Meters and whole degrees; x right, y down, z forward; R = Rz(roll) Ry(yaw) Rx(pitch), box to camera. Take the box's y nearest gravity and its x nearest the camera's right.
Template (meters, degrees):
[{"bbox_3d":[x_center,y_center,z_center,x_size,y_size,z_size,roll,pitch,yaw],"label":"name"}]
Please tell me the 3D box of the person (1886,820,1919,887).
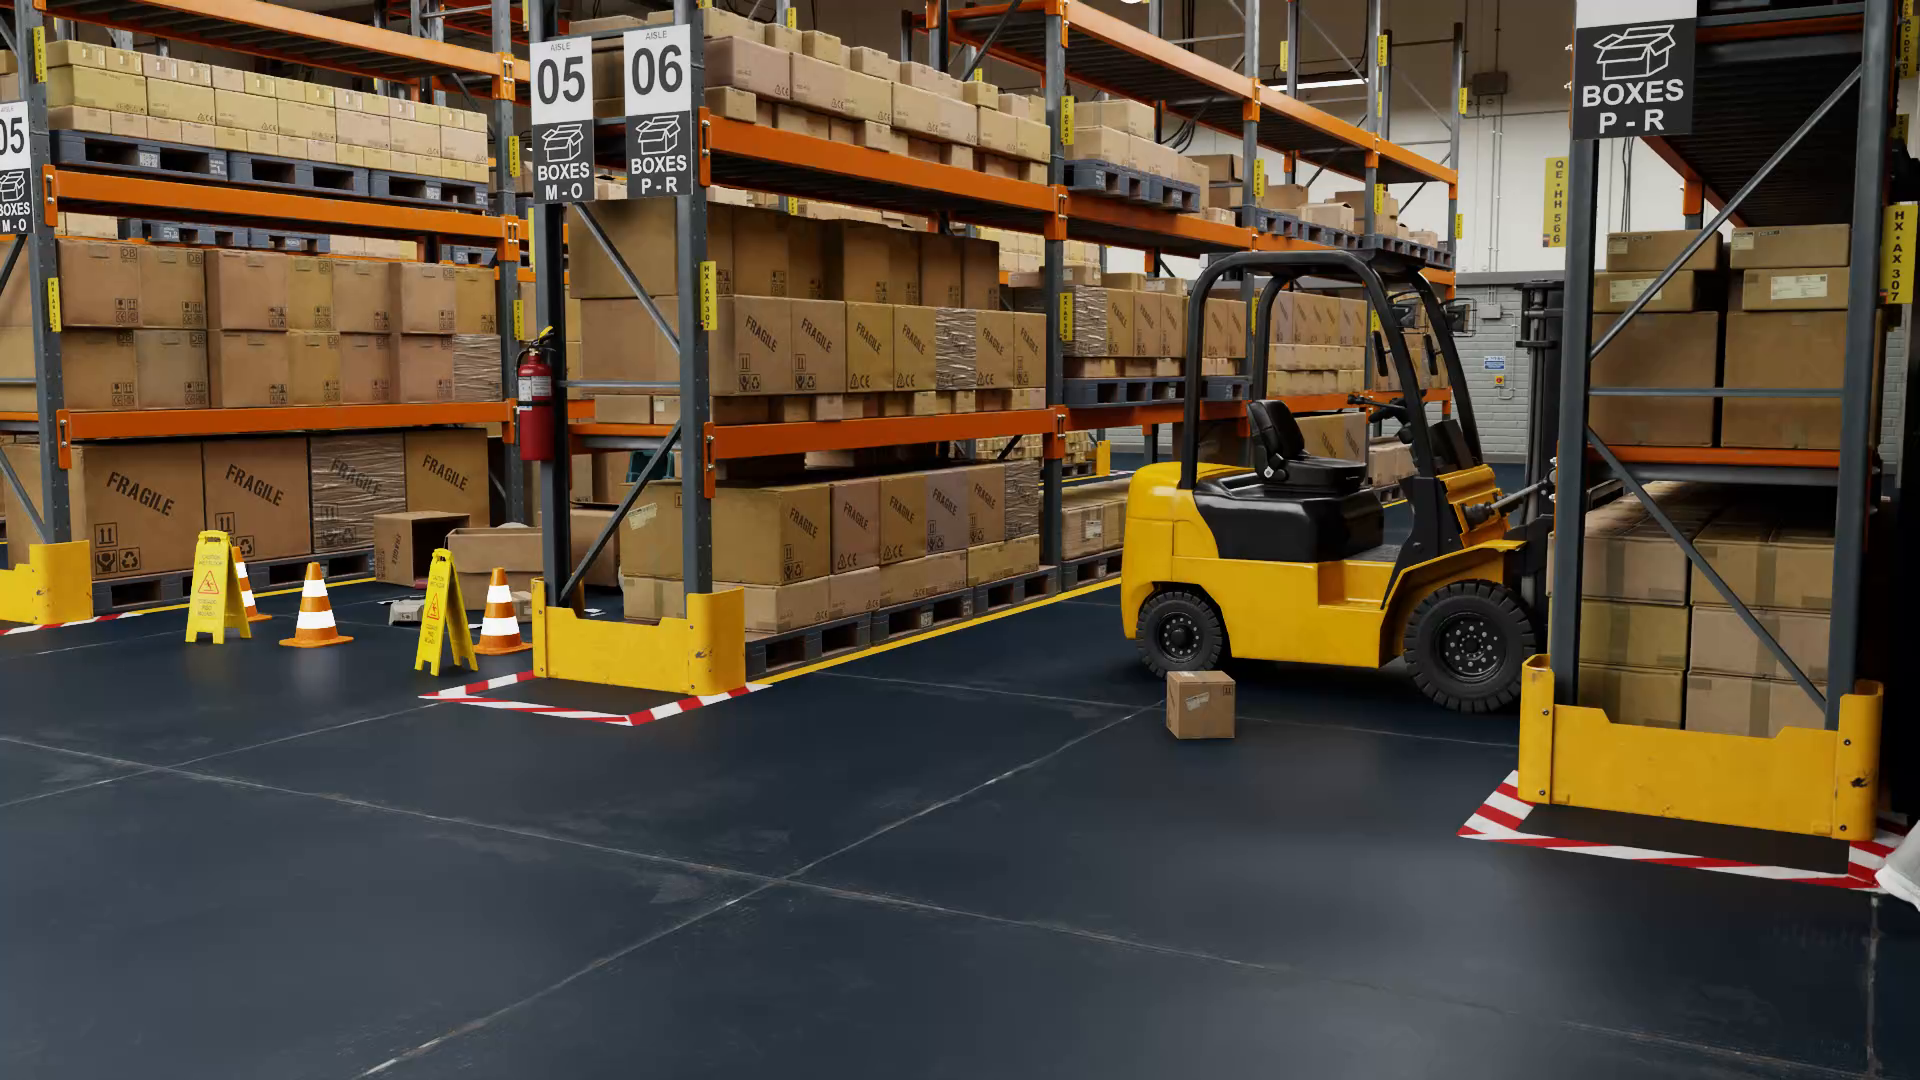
[{"bbox_3d":[2.918,0.232,4.696,0.459,1.605,0.461,3,7,30],"label":"person"}]
